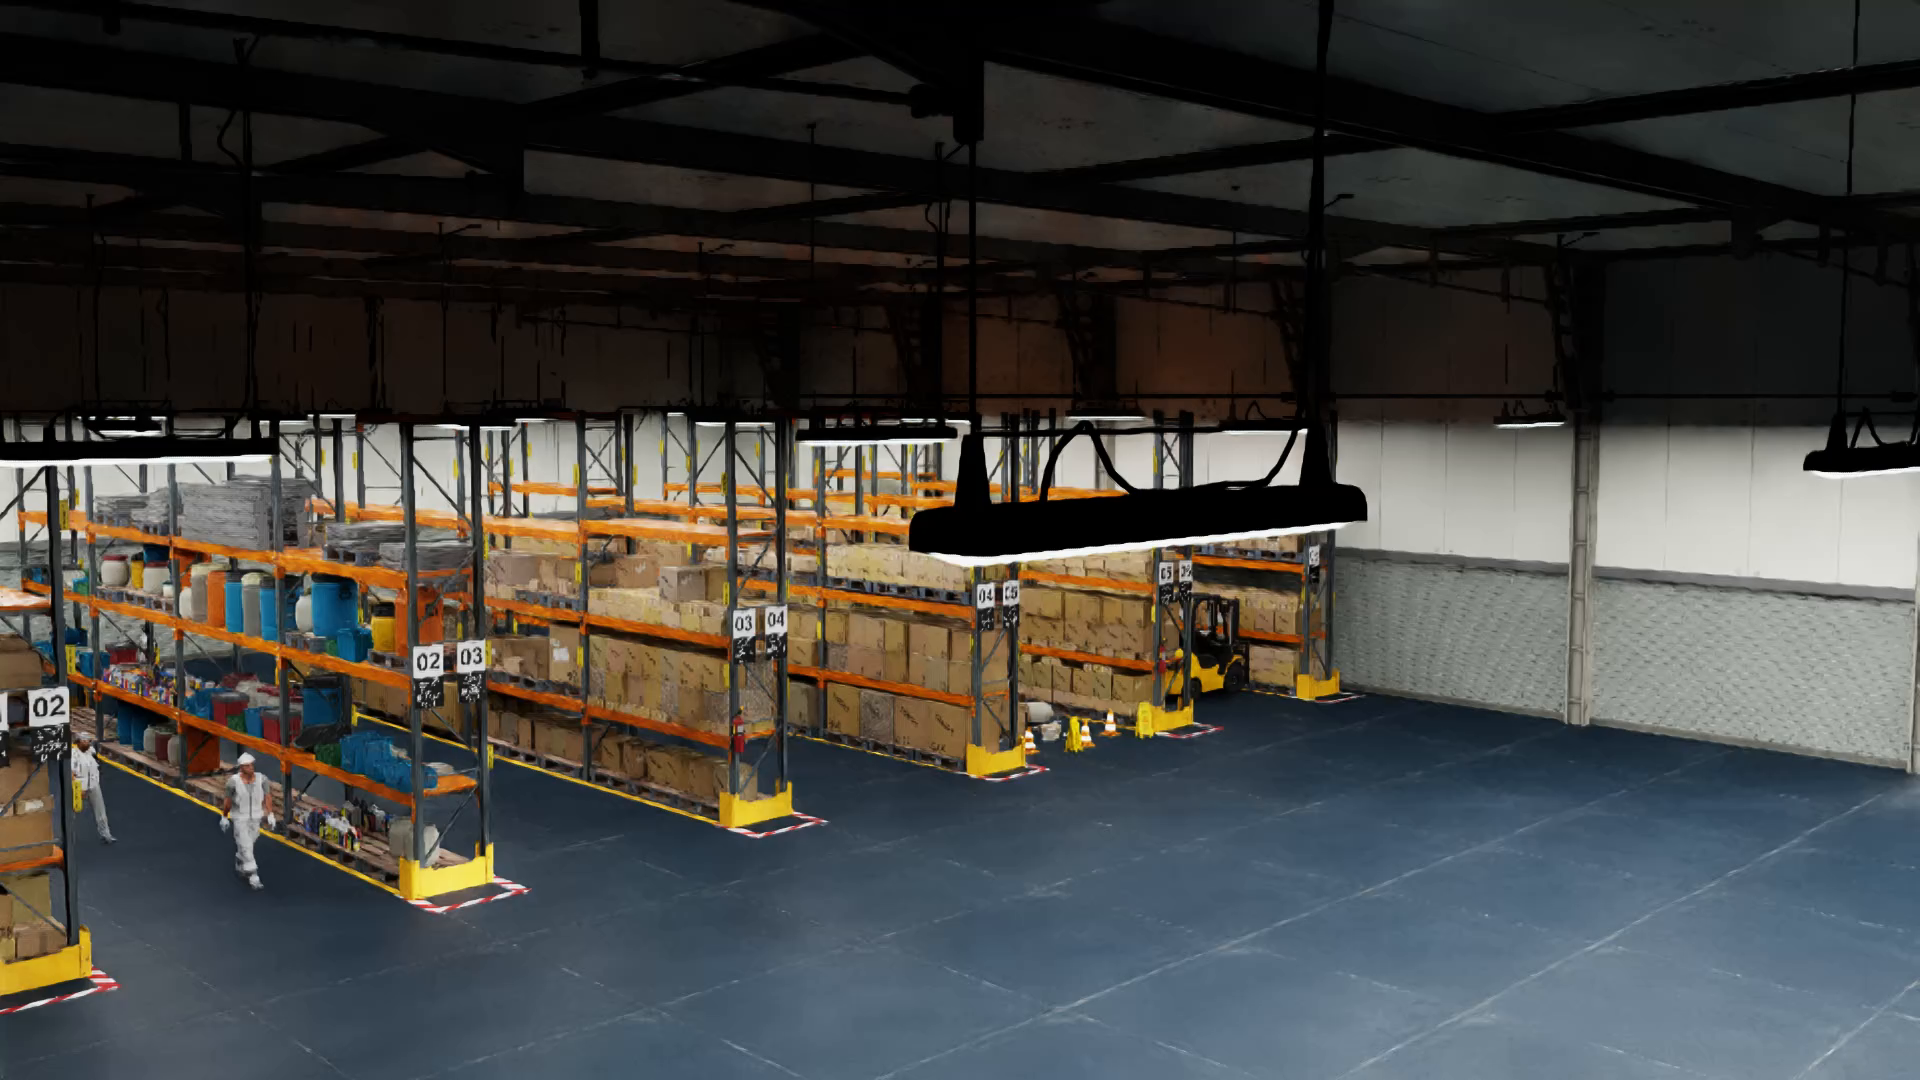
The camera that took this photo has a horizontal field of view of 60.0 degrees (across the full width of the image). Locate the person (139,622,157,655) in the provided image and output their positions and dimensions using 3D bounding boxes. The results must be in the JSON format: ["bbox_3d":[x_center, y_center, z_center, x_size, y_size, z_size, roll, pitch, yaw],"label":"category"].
[{"bbox_3d":[-16.748,2.079,34.291,0.311,0.807,0.399,-2,5,-22],"label":"person"}]

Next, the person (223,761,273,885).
[{"bbox_3d":[-9.230,3.634,21.556,0.882,1.550,0.544,5,7,44],"label":"person"}]

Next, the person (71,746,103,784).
[{"bbox_3d":[-12.384,3.197,23.475,0.346,0.613,0.491,4,6,37],"label":"person"}]
